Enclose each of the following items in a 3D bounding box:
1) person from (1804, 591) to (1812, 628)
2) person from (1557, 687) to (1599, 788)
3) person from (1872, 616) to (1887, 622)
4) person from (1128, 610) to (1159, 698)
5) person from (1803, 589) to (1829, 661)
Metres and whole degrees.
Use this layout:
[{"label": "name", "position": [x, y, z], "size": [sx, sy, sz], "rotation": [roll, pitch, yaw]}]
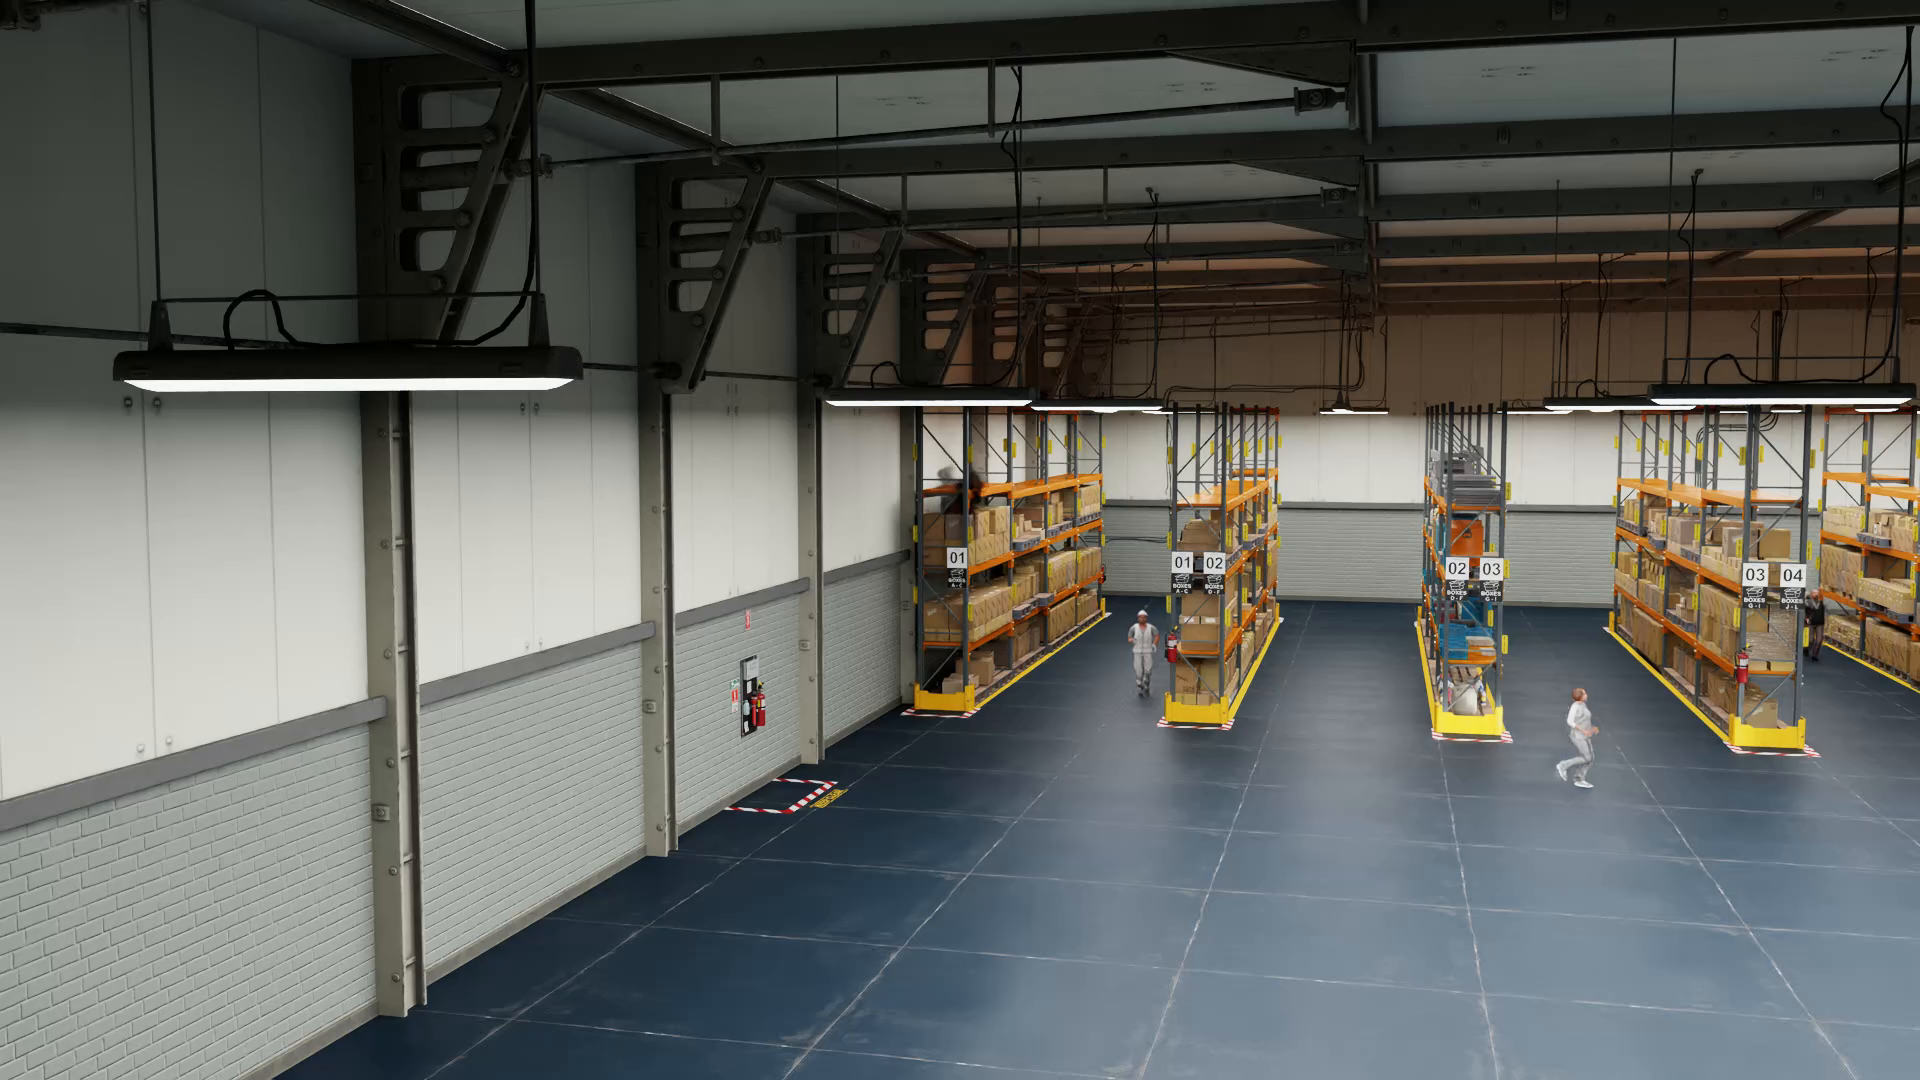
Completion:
[{"label": "person", "position": [20.434, 1.836, 40.470], "size": [0.678, 1.733, 0.840], "rotation": [1, 4, 18]}, {"label": "person", "position": [9.563, 3.047, 25.729], "size": [0.565, 1.547, 0.537], "rotation": [3, 5, 35]}, {"label": "person", "position": [24.030, 1.687, 43.321], "size": [0.738, 1.689, 0.565], "rotation": [-1, 4, -13]}, {"label": "person", "position": [3.731, 2.334, 33.874], "size": [0.634, 1.786, 0.645], "rotation": [1, 4, 8]}, {"label": "person", "position": [20.094, 1.999, 39.093], "size": [0.657, 1.673, 0.604], "rotation": [1, 4, 12]}]
